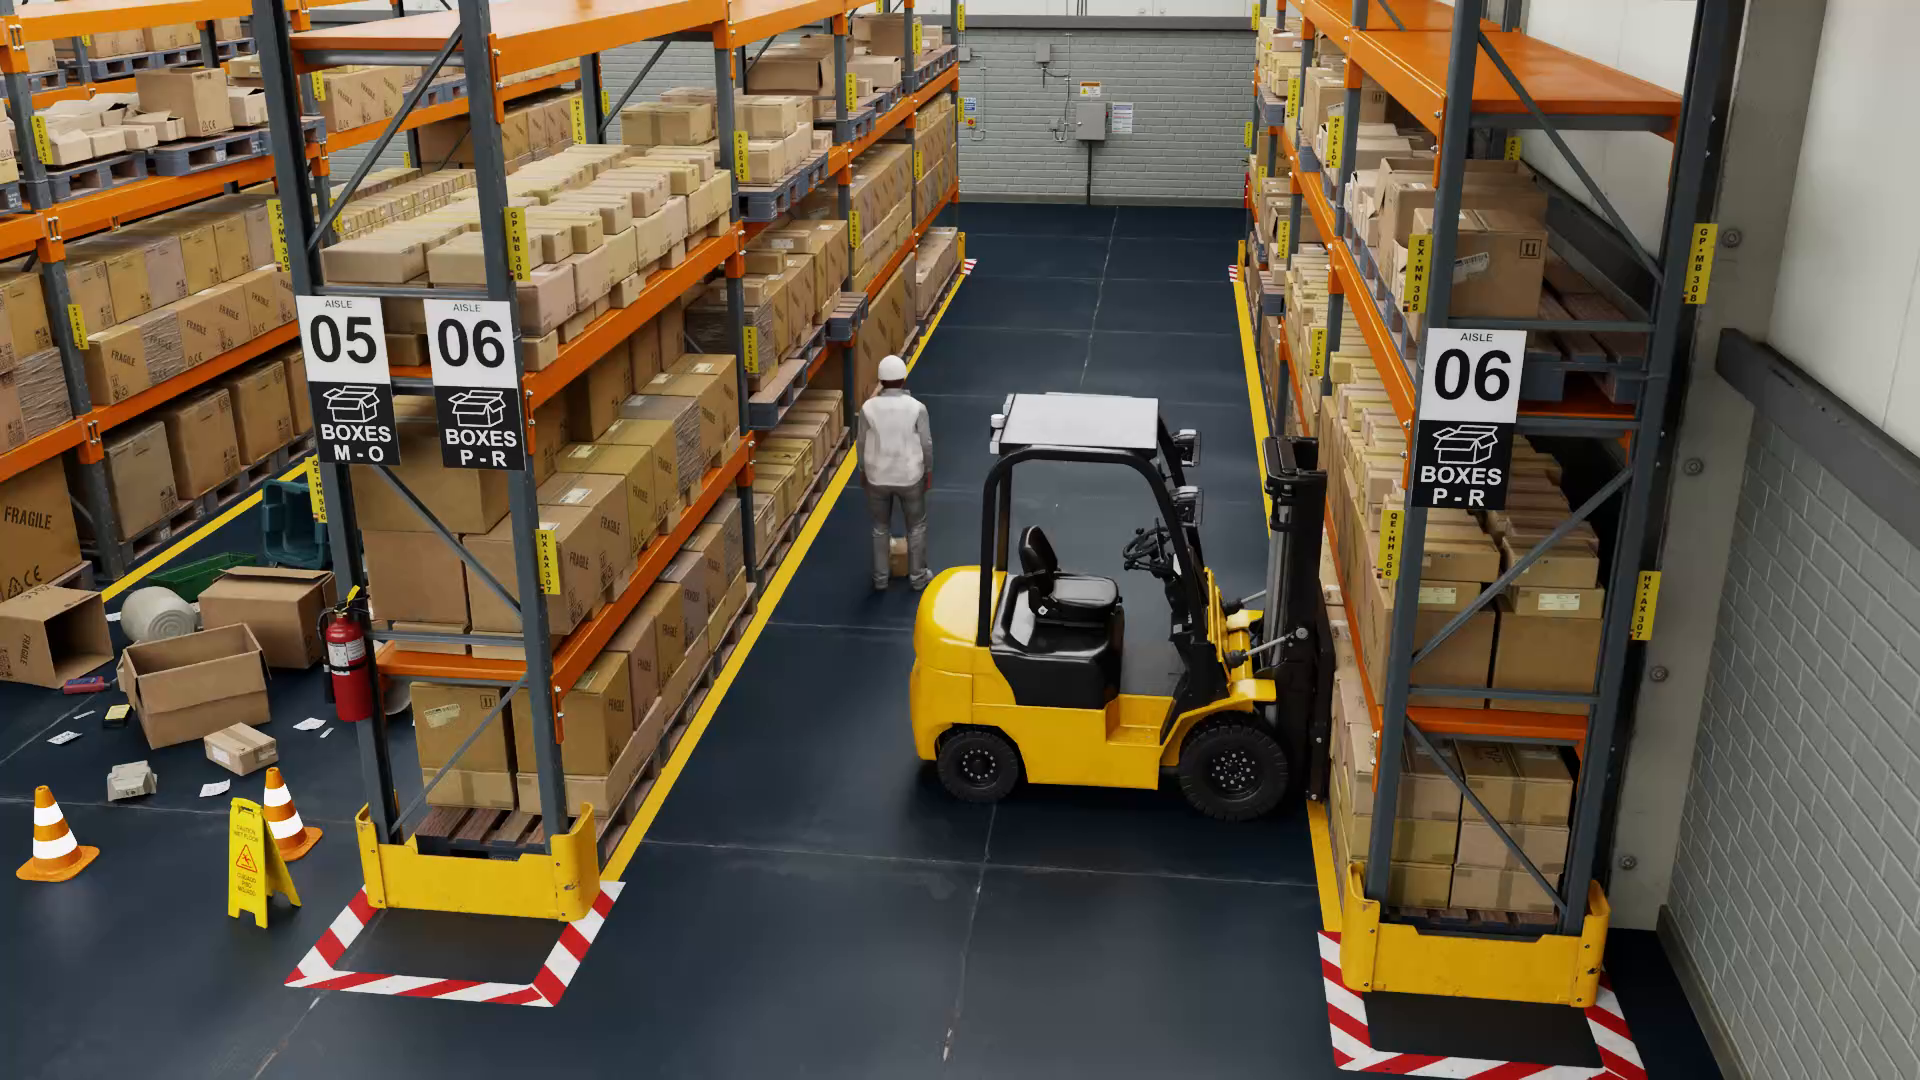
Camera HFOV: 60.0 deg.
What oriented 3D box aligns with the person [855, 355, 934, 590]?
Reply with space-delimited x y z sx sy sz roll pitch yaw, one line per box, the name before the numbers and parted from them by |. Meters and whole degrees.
person | -0.481 -0.485 12.311 0.570 1.769 0.456 1 21 4
